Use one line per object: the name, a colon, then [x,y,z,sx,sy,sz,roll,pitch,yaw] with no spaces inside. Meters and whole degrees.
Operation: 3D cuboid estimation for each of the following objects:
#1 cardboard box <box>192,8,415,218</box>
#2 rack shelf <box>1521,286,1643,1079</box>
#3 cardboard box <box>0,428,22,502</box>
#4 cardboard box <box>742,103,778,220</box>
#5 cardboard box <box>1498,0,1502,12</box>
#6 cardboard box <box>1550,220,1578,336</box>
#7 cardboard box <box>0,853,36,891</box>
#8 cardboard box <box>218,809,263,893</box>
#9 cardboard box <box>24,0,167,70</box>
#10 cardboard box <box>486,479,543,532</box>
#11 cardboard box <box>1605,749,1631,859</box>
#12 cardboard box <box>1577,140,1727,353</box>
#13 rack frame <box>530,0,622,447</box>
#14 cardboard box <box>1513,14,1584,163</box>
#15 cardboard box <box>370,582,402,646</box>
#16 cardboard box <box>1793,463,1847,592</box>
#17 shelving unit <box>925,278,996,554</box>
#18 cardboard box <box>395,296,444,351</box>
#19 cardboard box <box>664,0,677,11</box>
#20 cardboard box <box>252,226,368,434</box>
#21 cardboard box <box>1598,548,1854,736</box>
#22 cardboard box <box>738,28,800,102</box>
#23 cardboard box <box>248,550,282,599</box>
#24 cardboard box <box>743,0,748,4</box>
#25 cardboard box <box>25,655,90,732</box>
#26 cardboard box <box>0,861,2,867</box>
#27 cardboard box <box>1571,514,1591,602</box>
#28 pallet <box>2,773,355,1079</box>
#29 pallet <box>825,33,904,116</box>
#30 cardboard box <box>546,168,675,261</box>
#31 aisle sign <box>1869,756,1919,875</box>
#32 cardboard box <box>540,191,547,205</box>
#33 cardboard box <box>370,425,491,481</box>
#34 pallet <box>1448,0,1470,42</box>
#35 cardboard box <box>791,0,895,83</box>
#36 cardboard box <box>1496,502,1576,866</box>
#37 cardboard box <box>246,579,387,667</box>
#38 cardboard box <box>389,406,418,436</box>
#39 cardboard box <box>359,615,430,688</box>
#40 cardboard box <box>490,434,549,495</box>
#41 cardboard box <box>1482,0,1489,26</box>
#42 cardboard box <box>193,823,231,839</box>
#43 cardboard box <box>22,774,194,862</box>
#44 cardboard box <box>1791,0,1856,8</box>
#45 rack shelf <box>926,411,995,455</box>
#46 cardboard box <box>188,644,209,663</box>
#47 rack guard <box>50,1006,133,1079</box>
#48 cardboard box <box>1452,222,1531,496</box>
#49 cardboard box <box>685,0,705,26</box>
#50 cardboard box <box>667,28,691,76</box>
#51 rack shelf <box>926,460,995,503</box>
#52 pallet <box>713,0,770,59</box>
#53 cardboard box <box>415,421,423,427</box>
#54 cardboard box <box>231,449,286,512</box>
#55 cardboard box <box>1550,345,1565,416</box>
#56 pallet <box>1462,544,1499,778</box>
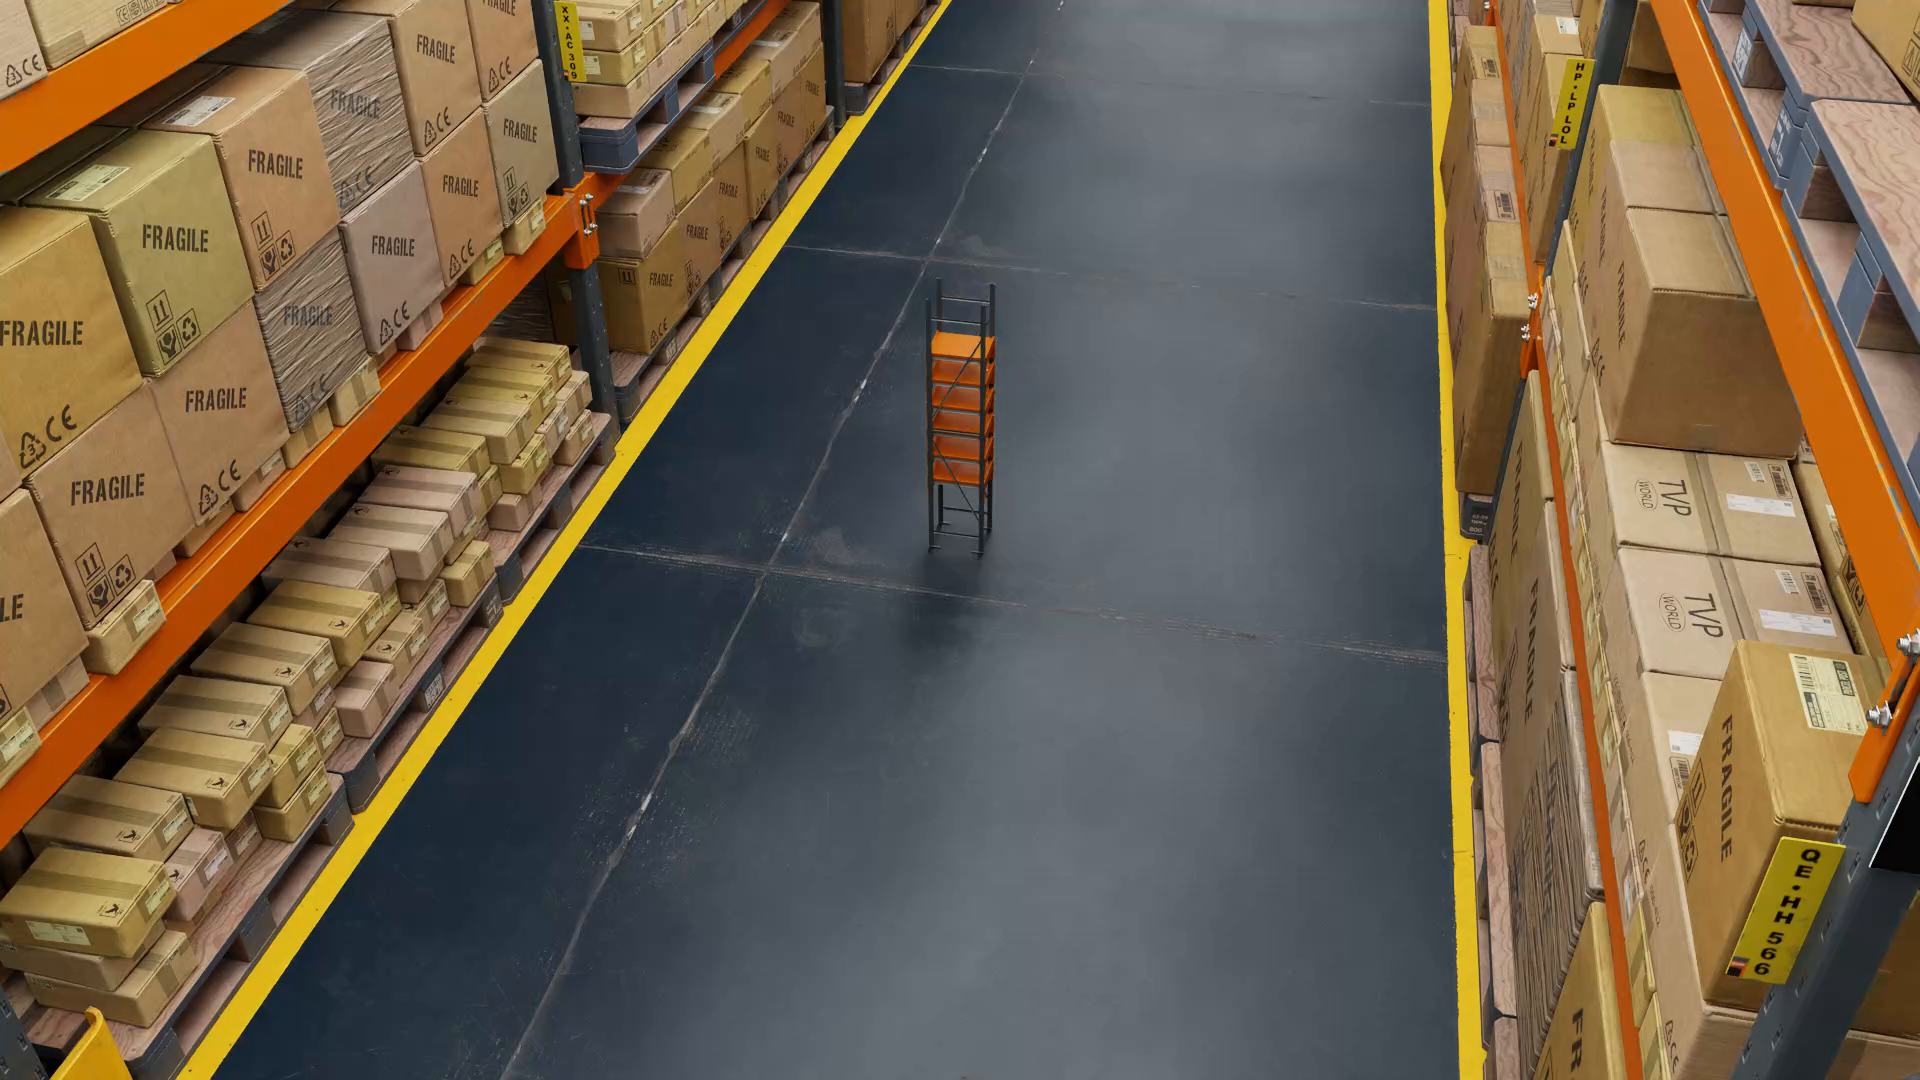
cardboard box: [-2.178,-1.405,5.442,0.500,0.500,0.500,8,37,11]
rack shelf: [2.283,0.386,4.774,1.077,0.370,4.000,7,37,10]
cardboard box: [-2.613,-0.228,3.818,0.500,0.500,0.500,7,37,10]
cardboard box: [-1.356,-2.170,9.460,0.500,0.500,0.500,6,36,8]
cardboard box: [3.195,-3.141,8.942,0.500,0.500,0.500,8,37,11]
cardboard box: [2.354,-0.875,5.775,0.500,0.250,0.500,7,36,9]
cardboard box: [-3.026,0.944,5.209,0.380,0.149,0.250,6,36,9]
cardboard box: [-2.521,0.983,5.410,0.380,0.149,0.250,8,37,10]
cardboard box: [-2.408,-1.415,4.219,0.500,0.250,0.500,6,36,8]
cardboard box: [-1.995,-0.181,7.015,0.380,0.149,0.250,6,36,8]
cardboard box: [1.773,0.661,3.996,0.380,0.149,0.250,8,37,11]
cardboard box: [2.245,-0.891,5.159,0.500,0.500,0.500,7,37,10]
rack frame: [-2.114,-1.731,7.083,1.000,3.000,0.127,7,37,10]
cardboard box: [2.761,-1.978,7.337,0.500,0.500,0.500,7,37,9]
cardboard box: [-2.316,0.245,6.175,0.380,0.149,0.250,9,37,12]
cardboard box: [2.544,0.054,4.493,0.500,0.250,0.500,7,36,9]
shelving unit: [0.003,-0.494,6.909,0.258,1.200,0.189,7,37,10]
cardboard box: [-2.118,-0.825,6.046,0.380,0.149,0.250,6,36,8]
cardboard box: [-1.469,-2.516,7.514,0.380,0.149,0.250,8,37,10]
cardboard box: [-2.293,-0.704,5.326,0.500,0.500,0.500,6,36,9]
cardboard box: [1.917,0.288,4.170,0.500,0.250,0.500,6,36,8]
cardboard box: [-1.247,-2.770,9.649,0.500,0.250,0.500,8,37,11]
cardboard box: [-2.748,0.077,6.153,0.380,0.149,0.250,7,37,10]
cardboard box: [-1.250,-2.861,8.498,0.380,0.149,0.250,6,36,8]
cardboard box: [-2.565,0.368,4.400,0.380,0.149,0.250,9,37,12]
cardboard box: [-3.103,0.970,4.920,0.380,0.149,0.250,8,37,11]
cardboard box: [1.991,0.072,4.809,0.380,0.149,0.250,6,36,9]
pallet: [-2.744,1.186,5.433,1.003,0.211,1.213,7,37,10]
pallet: [-1.017,-3.338,11.675,1.003,0.211,1.213,7,37,10]
cardboard box: [-1.698,-1.583,8.012,0.500,0.250,0.500,6,36,8]
aisle sign: [1.547,0.193,2.213,0.394,0.787,0.004,7,37,10]
cardboard box: [-1.946,-1.436,6.890,0.380,0.149,0.250,7,37,9]
cardboard box: [-2.129,-0.317,6.696,0.380,0.149,0.250,8,37,11]
pallet: [4.254,-4.062,12.675,1.003,0.211,1.213,7,37,10]
cardboard box: [-1.041,-3.621,11.250,1.050,0.750,0.750,7,36,9]
cardboard box: [2.299,0.523,5.425,0.875,0.875,0.875,7,37,10]
cardboard box: [-2.263,0.291,5.857,0.380,0.149,0.250,8,37,11]
cardboard box: [-2.512,-0.515,6.968,0.380,0.149,0.250,7,36,9]
cardboard box: [-2.226,0.398,6.217,0.380,0.149,0.250,7,37,10]
cardboard box: [-1.956,-0.334,6.973,0.380,0.149,0.250,6,36,8]
cardboard box: [3.794,-3.217,10.888,0.700,0.500,0.500,4,36,6]
cardboard box: [-2.526,0.856,5.330,0.380,0.149,0.250,8,37,11]
cardboard box: [-2.583,0.875,5.052,0.380,0.149,0.250,8,37,11]
cardboard box: [2.232,-1.471,3.640,0.700,0.500,0.500,9,37,12]
rack shelf: [0.003,-0.458,6.935,0.258,0.103,0.180,7,37,10]
cardboard box: [-2.854,0.346,6.034,0.380,0.149,0.250,9,37,12]
rack guard: [-2.952,1.531,4.712,1.175,0.500,0.348,7,37,10]
cardboard box: [2.827,-0.731,7.155,1.225,0.875,0.875,7,37,10]
cardboard box: [-1.417,-2.534,7.793,0.380,0.149,0.250,6,36,8]
cardboard box: [-1.470,-2.270,7.682,0.380,0.149,0.250,8,37,10]
rack shelf: [0.003,-0.264,7.076,0.258,0.103,0.180,7,37,10]
pallet: [-1.642,-2.807,8.730,1.003,0.211,1.213,7,37,10]
cardboard box: [-2.487,-0.399,7.063,0.380,0.149,0.250,7,37,10]
cardboard box: [-2.371,-0.236,5.233,0.380,0.149,0.250,7,36,9]
cardboard box: [2.210,-0.520,5.626,0.380,0.149,0.250,8,37,11]
pallet: [2.471,0.504,6.375,1.003,0.211,1.213,7,37,10]
